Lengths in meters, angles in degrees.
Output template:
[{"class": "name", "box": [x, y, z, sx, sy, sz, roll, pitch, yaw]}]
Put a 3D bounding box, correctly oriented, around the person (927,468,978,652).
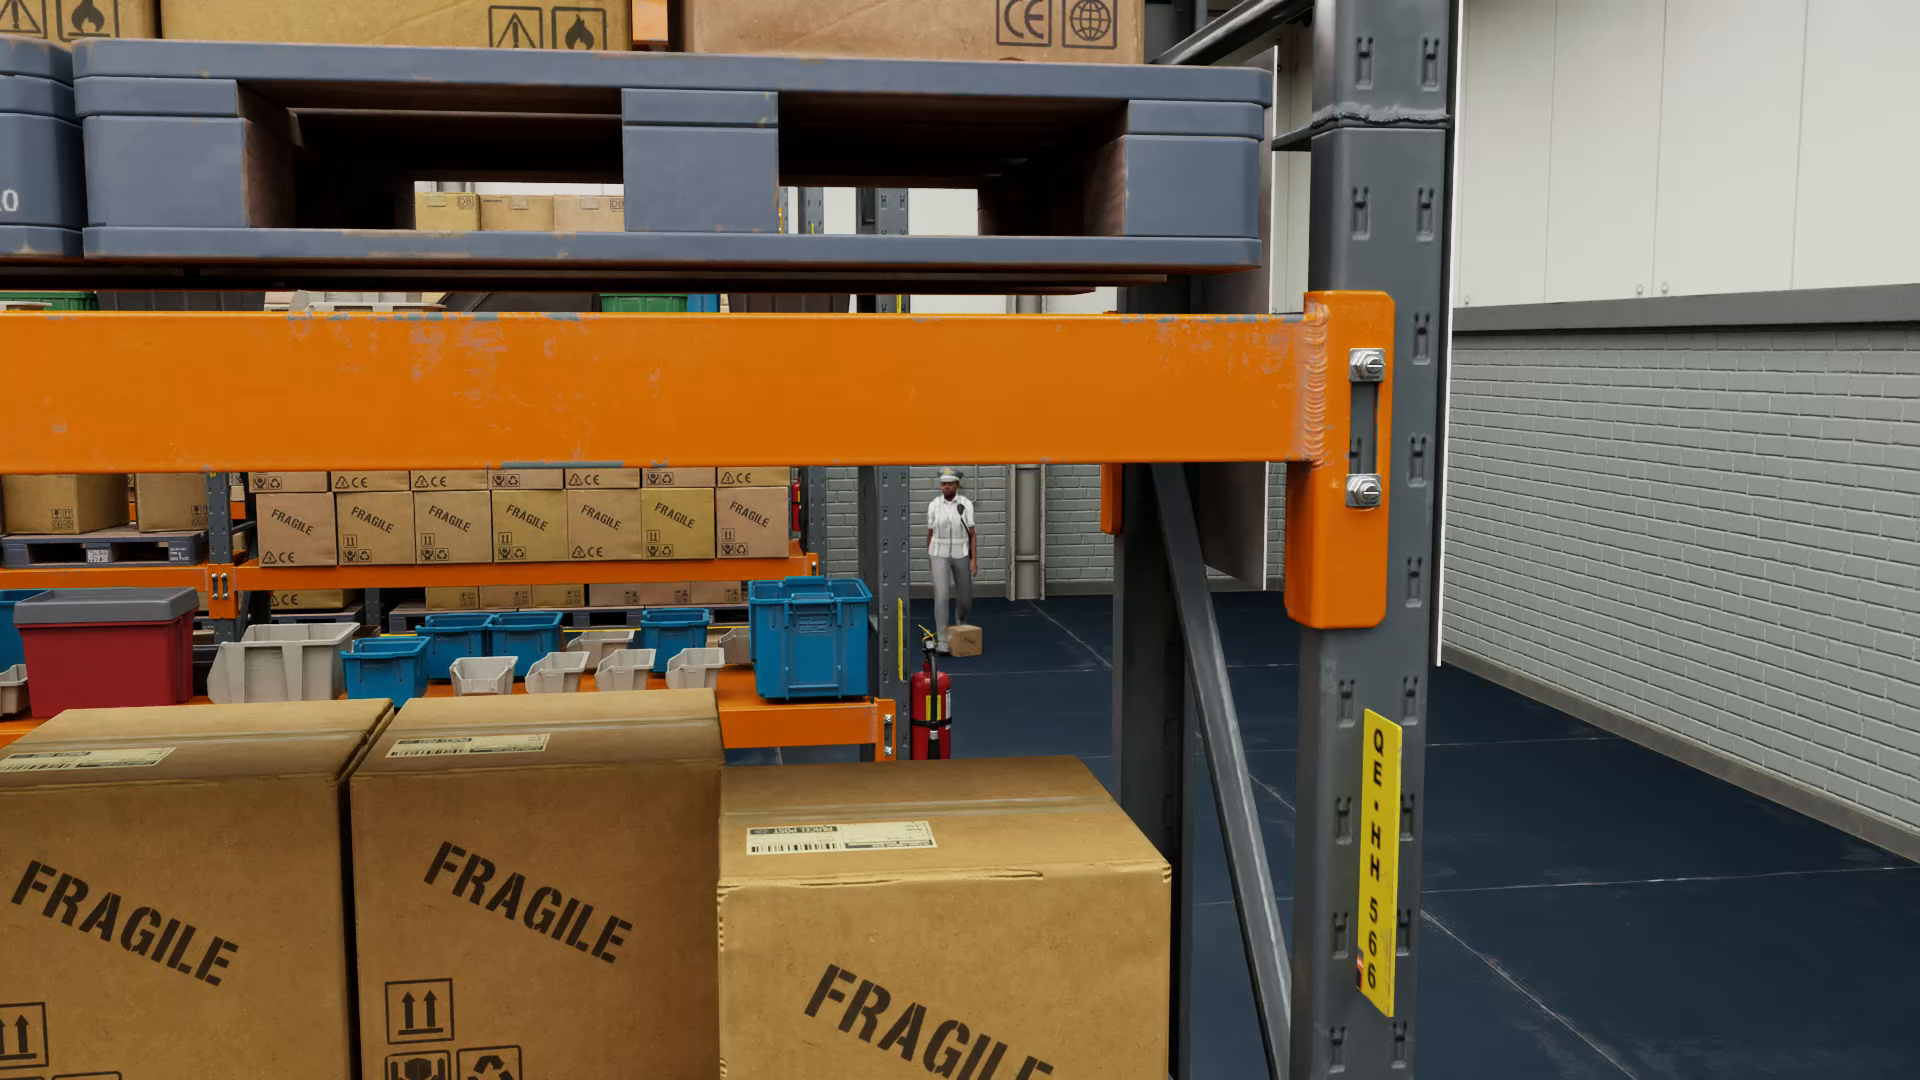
[{"class": "person", "box": [-4.449, 0.620, 10.574, 9.553, 1.806, 9.877, 0, 7, -2]}]
